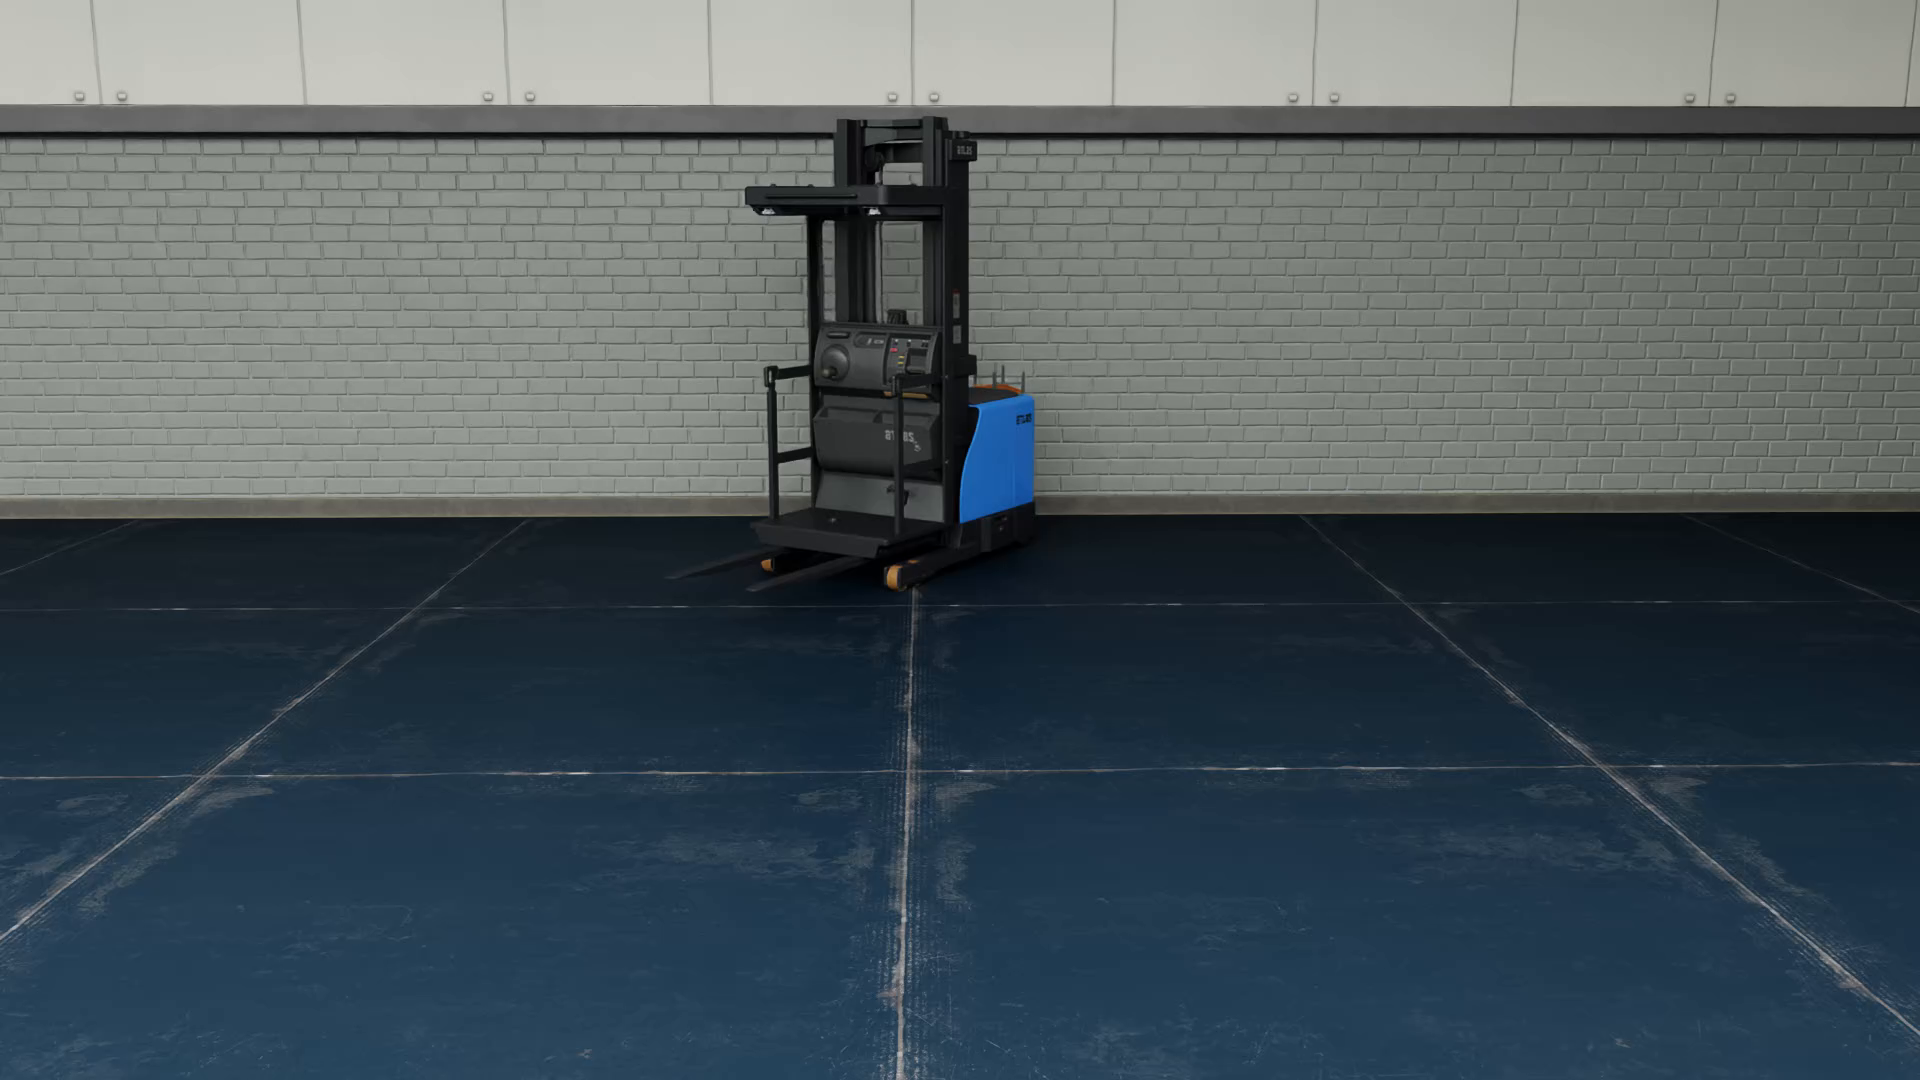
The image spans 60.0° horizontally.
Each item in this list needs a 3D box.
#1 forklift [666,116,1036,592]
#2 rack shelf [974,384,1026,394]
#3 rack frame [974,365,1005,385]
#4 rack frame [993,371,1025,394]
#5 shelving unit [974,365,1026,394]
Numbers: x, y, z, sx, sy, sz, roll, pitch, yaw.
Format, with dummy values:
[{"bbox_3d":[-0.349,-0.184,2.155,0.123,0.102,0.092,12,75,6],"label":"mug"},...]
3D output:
[{"bbox_3d":[-0.663,-1.219,10.696,1.130,2.935,3.031,7,13,31],"label":"forklift"},{"bbox_3d":[0.288,-1.059,12.286,0.258,0.148,0.480,-3,12,-16],"label":"rack shelf"},{"bbox_3d":[0.221,-0.721,12.594,0.240,1.200,0.015,-3,12,-16],"label":"rack frame"},{"bbox_3d":[0.354,-0.627,12.134,0.240,1.200,0.015,-3,12,-16],"label":"rack frame"},{"bbox_3d":[0.288,-0.674,12.364,0.258,1.200,0.503,-3,12,-16],"label":"shelving unit"}]
